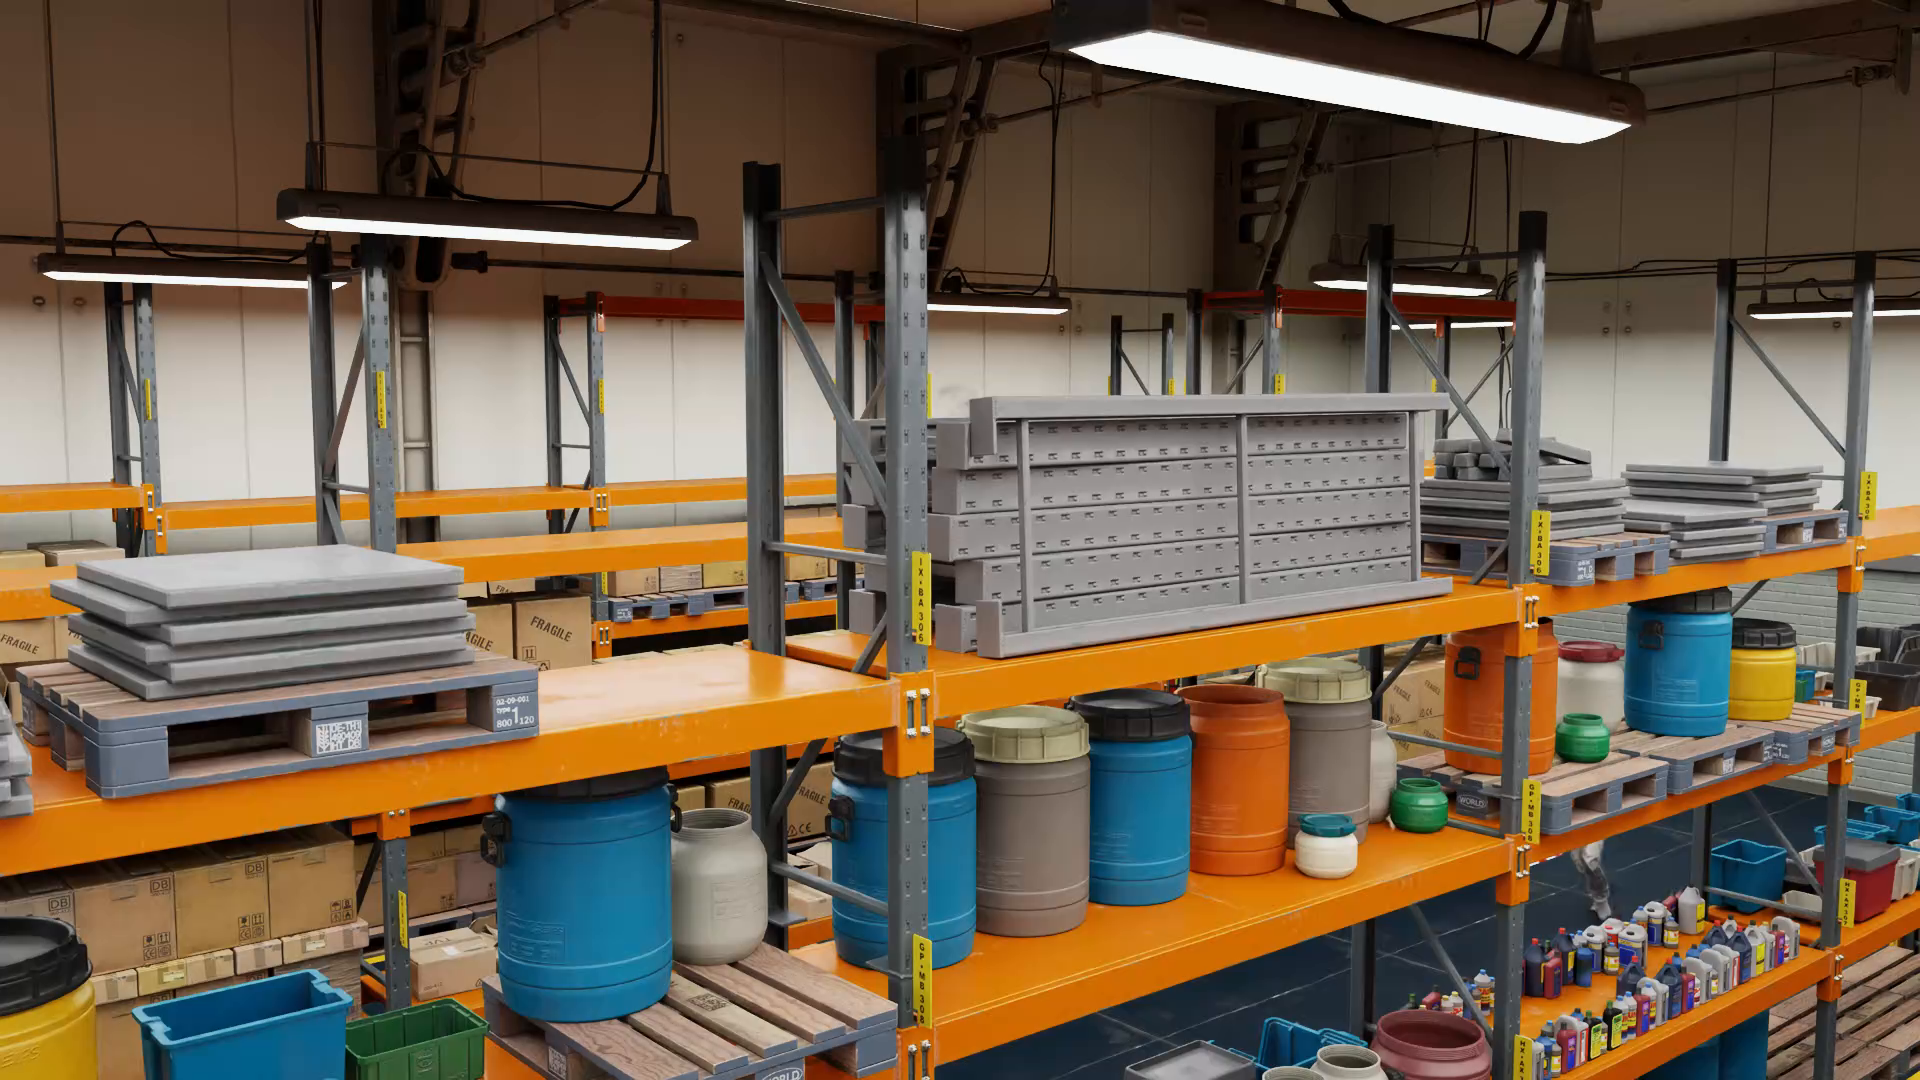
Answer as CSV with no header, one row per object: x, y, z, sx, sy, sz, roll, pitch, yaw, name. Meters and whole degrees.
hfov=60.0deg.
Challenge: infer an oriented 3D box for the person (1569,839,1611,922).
6.019,2.757,16.032,0.629,1.750,0.668,-5,8,-44,person
